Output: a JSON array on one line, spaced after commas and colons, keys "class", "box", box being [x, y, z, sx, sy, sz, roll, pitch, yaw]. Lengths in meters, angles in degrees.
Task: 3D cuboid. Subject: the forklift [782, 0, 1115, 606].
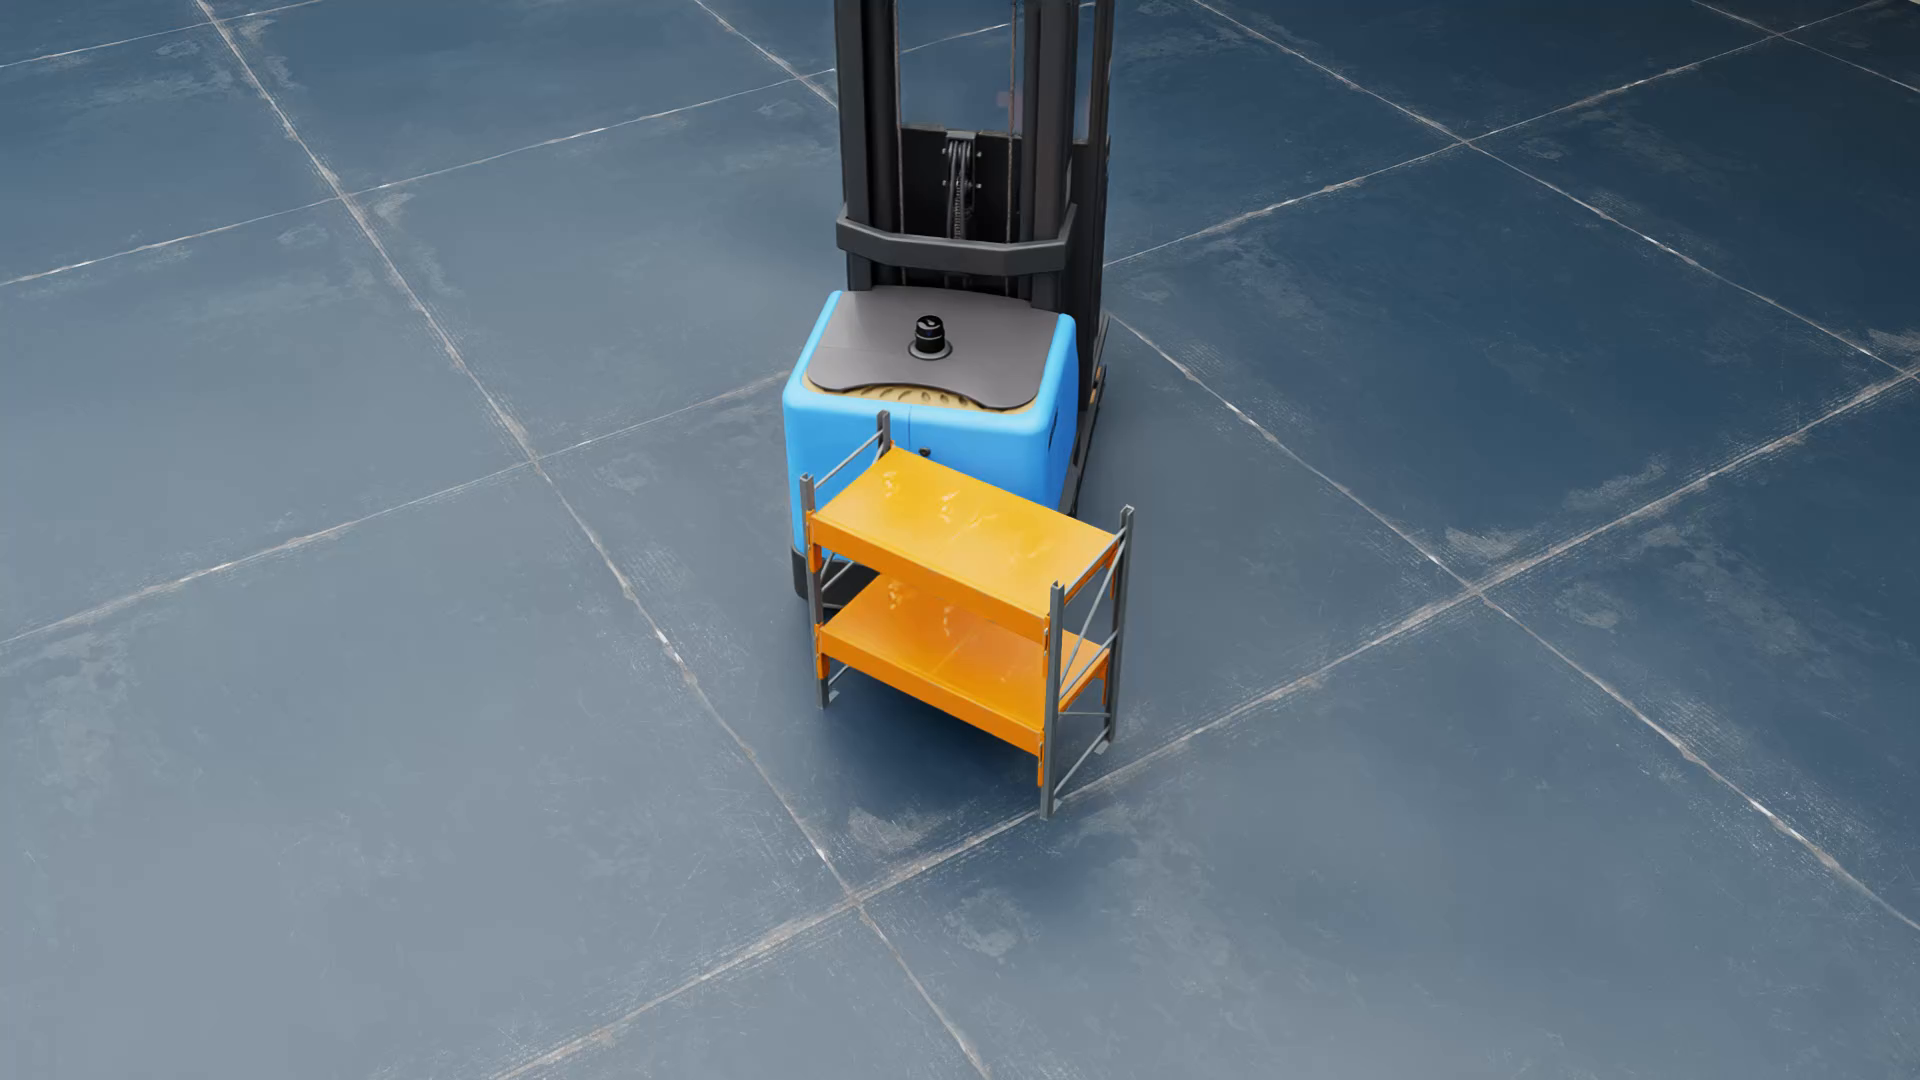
[{"class": "forklift", "box": [0.098, -1.714, 7.018, 1.130, 2.935, 3.031, 7, 40, 8]}]

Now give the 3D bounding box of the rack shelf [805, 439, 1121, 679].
[{"class": "rack shelf", "box": [0.017, 0.047, 5.858, 1.000, 0.278, 0.538, 23, 45, 25]}]

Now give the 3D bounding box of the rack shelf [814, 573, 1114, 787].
[{"class": "rack shelf", "box": [0.017, 0.459, 6.202, 1.000, 0.278, 0.538, 23, 45, 25]}]

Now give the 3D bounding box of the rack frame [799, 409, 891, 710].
[{"class": "rack frame", "box": [-0.406, 0.091, 6.262, 0.032, 1.125, 0.500, 23, 45, 25]}]

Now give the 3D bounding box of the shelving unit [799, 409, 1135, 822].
[{"class": "shelving unit", "box": [0.017, 0.271, 6.046, 1.048, 1.125, 0.538, 23, 45, 25]}]

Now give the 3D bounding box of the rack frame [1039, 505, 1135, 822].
[{"class": "rack frame", "box": [0.440, 0.452, 5.829, 0.032, 1.125, 0.500, 23, 45, 25]}]
